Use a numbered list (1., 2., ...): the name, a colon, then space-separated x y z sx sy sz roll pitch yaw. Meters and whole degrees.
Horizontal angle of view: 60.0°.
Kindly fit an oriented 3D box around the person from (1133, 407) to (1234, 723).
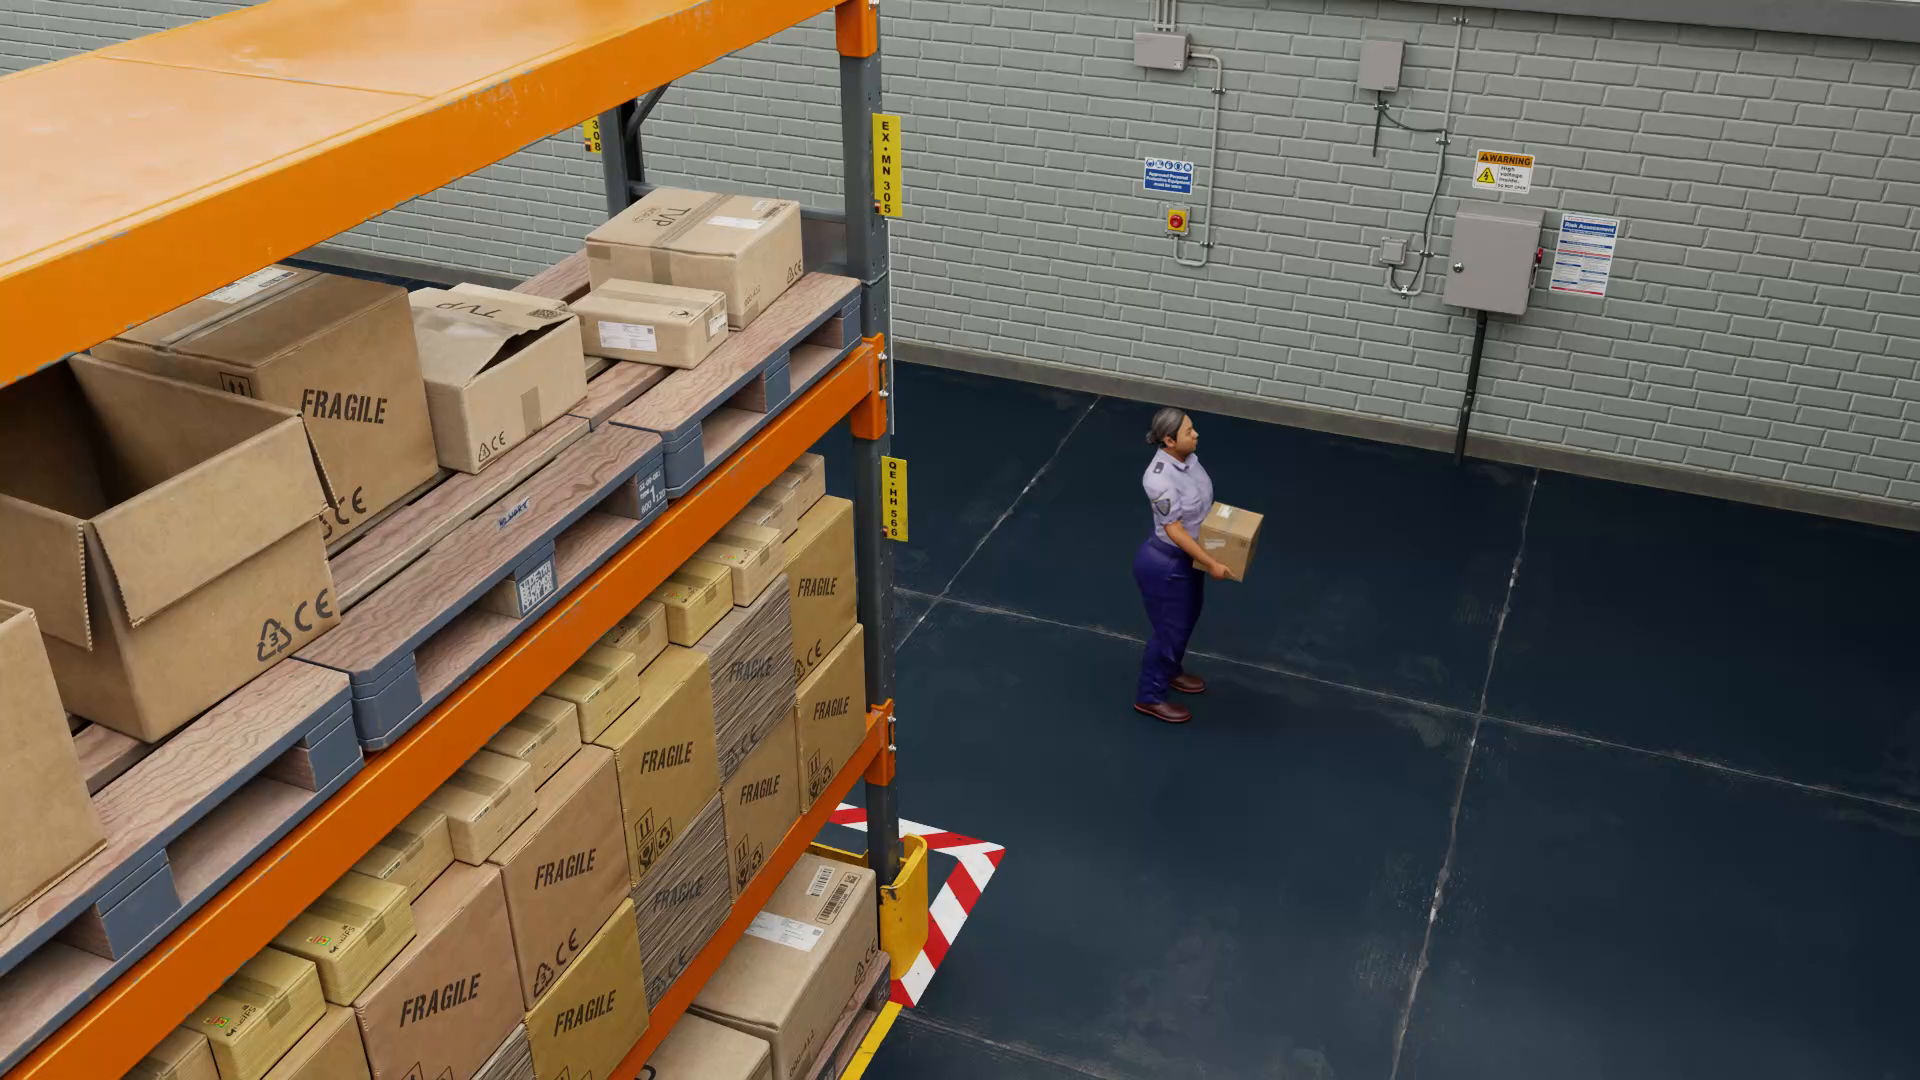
1. person: 1.131 0.126 8.209 0.516 1.622 0.452 12 32 19
